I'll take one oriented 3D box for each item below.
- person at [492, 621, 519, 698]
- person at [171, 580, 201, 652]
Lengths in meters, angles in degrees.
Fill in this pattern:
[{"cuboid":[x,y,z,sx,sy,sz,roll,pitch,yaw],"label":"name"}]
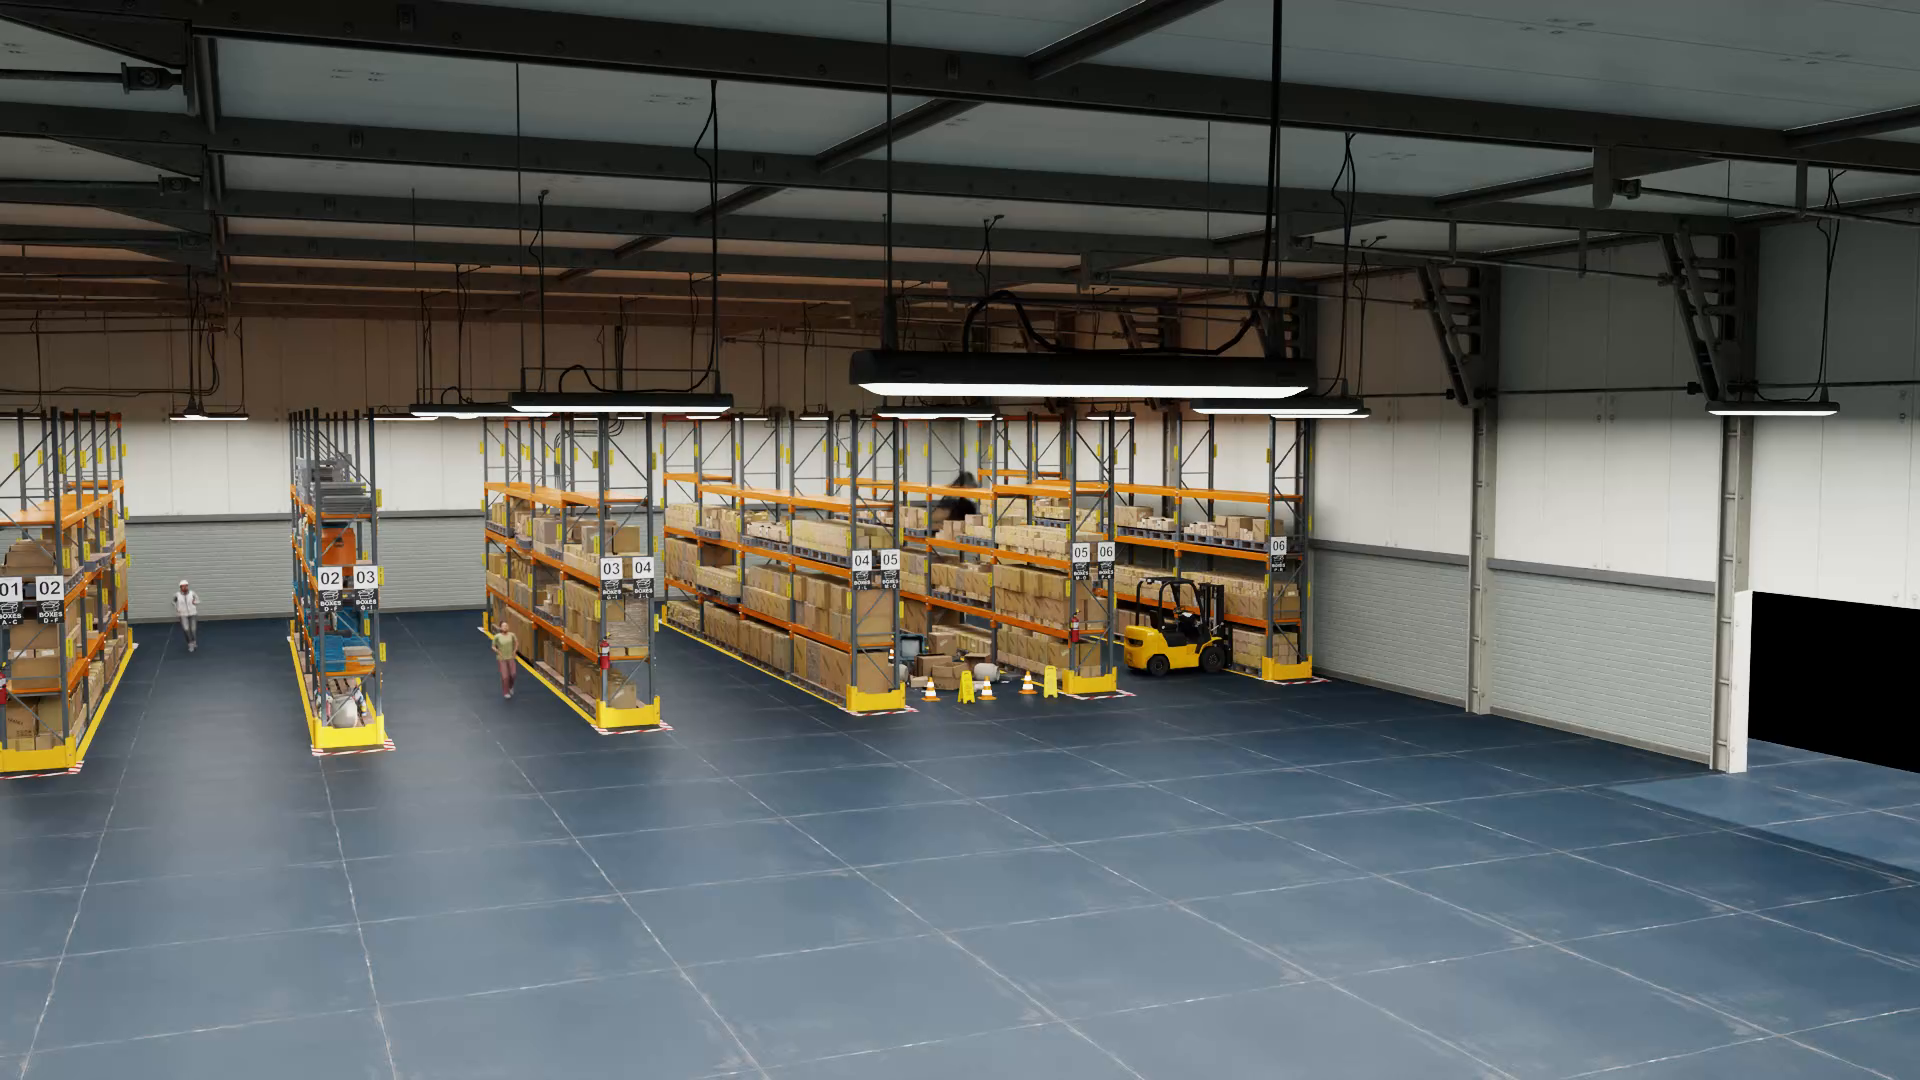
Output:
[{"cuboid":[-9.423,2.486,34.531,0.556,1.618,0.520,-2,4,-23],"label":"person"},{"cuboid":[-19.469,1.922,41.866,0.658,1.836,0.751,-3,5,-35],"label":"person"}]
